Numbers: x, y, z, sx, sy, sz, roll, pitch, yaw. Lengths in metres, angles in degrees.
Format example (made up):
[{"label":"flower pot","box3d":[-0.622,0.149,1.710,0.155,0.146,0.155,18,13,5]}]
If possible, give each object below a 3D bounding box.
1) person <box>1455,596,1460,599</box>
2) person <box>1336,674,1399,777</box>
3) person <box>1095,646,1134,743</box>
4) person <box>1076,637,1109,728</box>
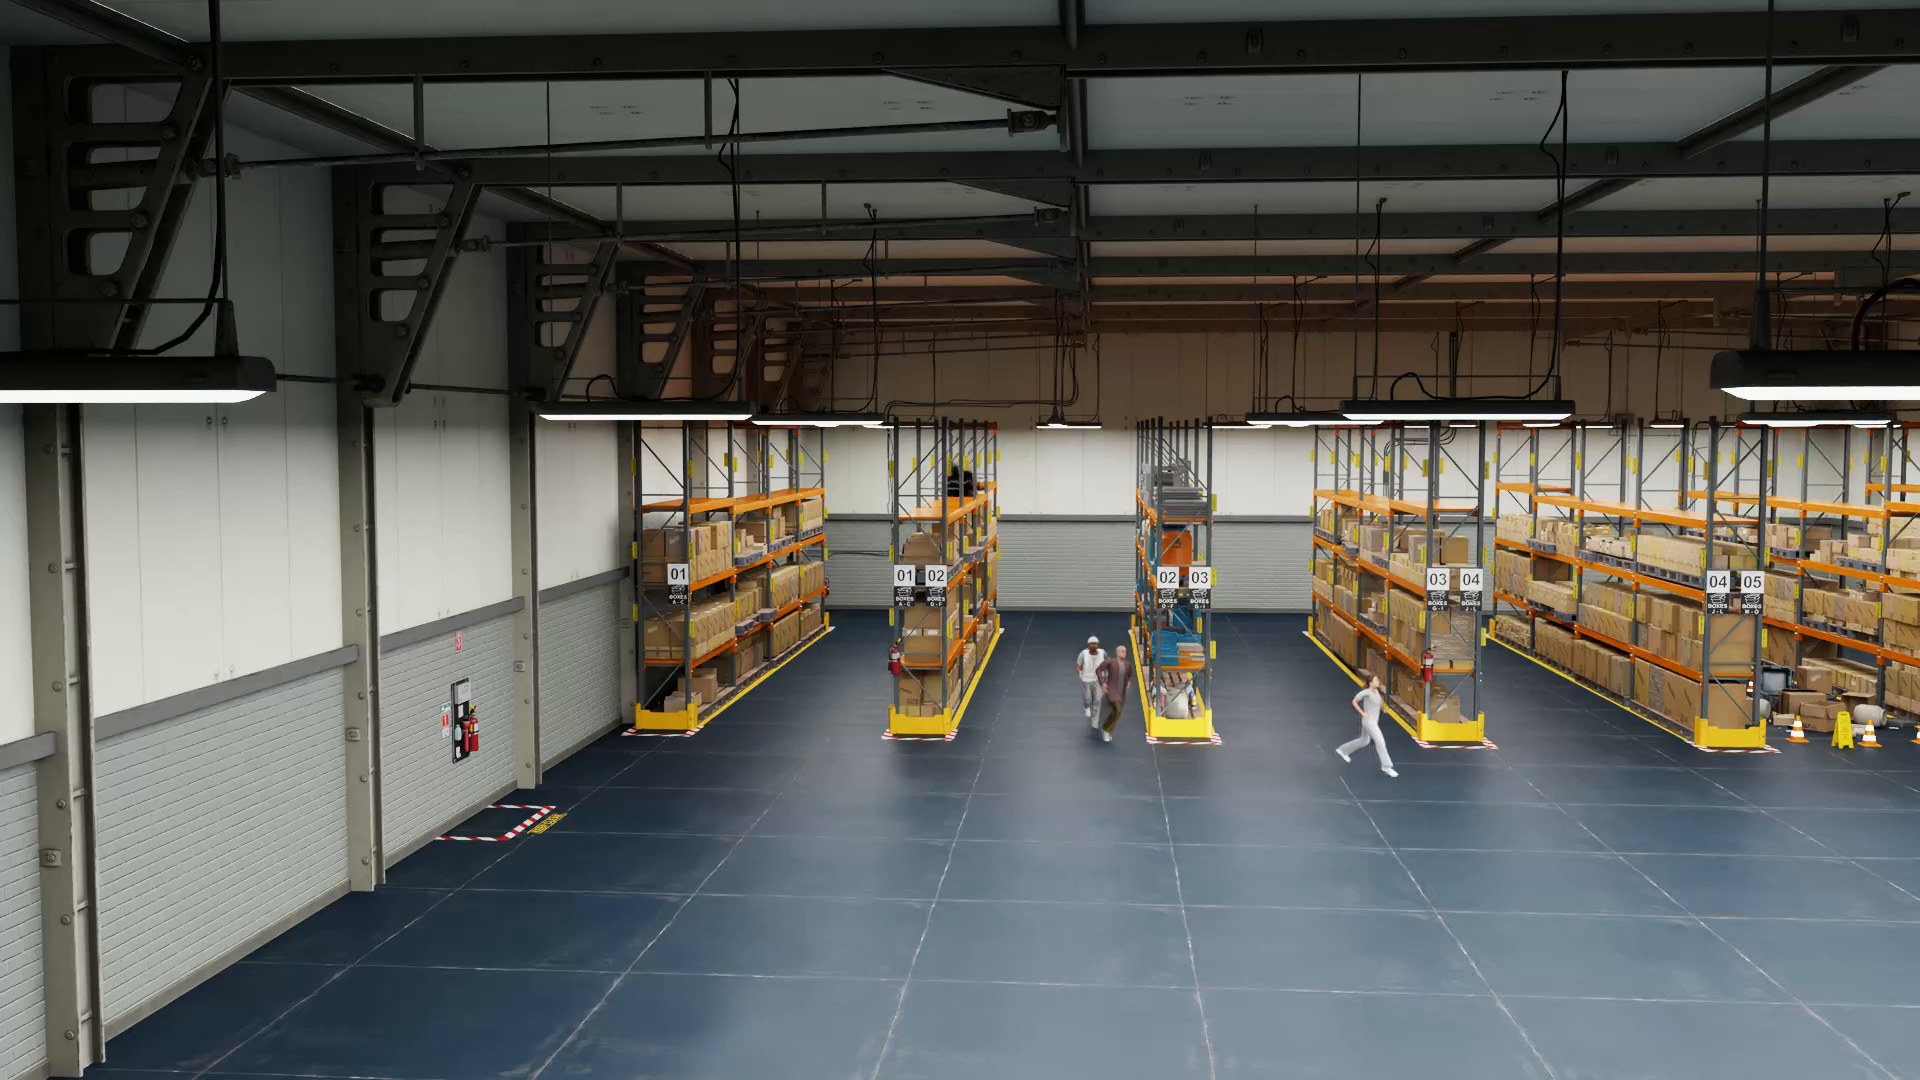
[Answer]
[{"label":"person","box3d":[13.447,1.898,45.196,0.688,1.732,0.566,1,4,19]},{"label":"person","box3d":[6.851,3.072,27.896,1.109,1.684,0.534,2,4,31]},{"label":"person","box3d":[2.923,2.848,30.799,0.686,1.766,0.688,-2,4,-30]},{"label":"person","box3d":[2.587,2.735,32.352,0.672,1.753,0.861,0,4,0]}]
